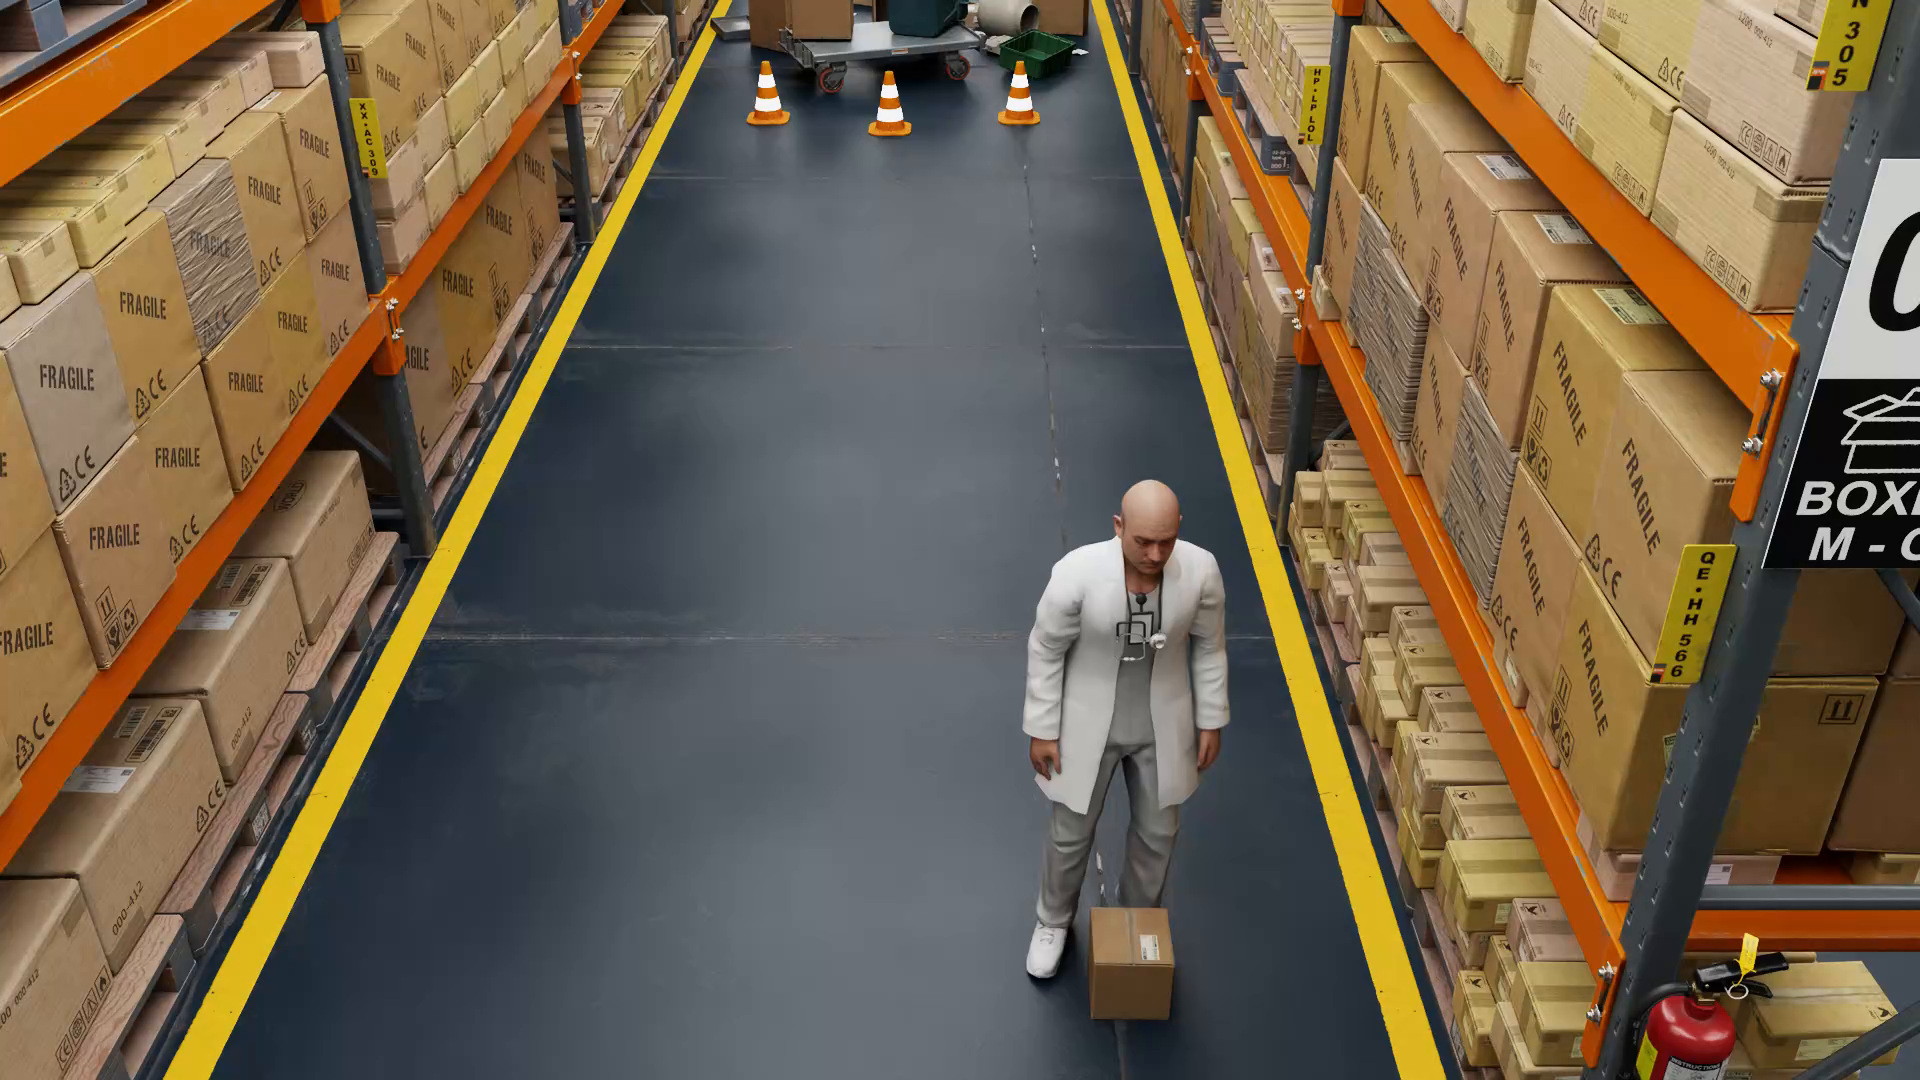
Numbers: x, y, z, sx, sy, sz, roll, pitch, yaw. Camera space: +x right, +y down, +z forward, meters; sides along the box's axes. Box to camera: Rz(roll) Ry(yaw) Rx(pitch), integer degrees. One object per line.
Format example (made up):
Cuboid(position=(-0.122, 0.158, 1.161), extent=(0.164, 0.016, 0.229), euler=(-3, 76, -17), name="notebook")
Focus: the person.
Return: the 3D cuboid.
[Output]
Cuboid(position=(0.517, 0.585, 5.179), extent=(0.653, 1.774, 0.425), euler=(-3, 31, -4), name="person")
